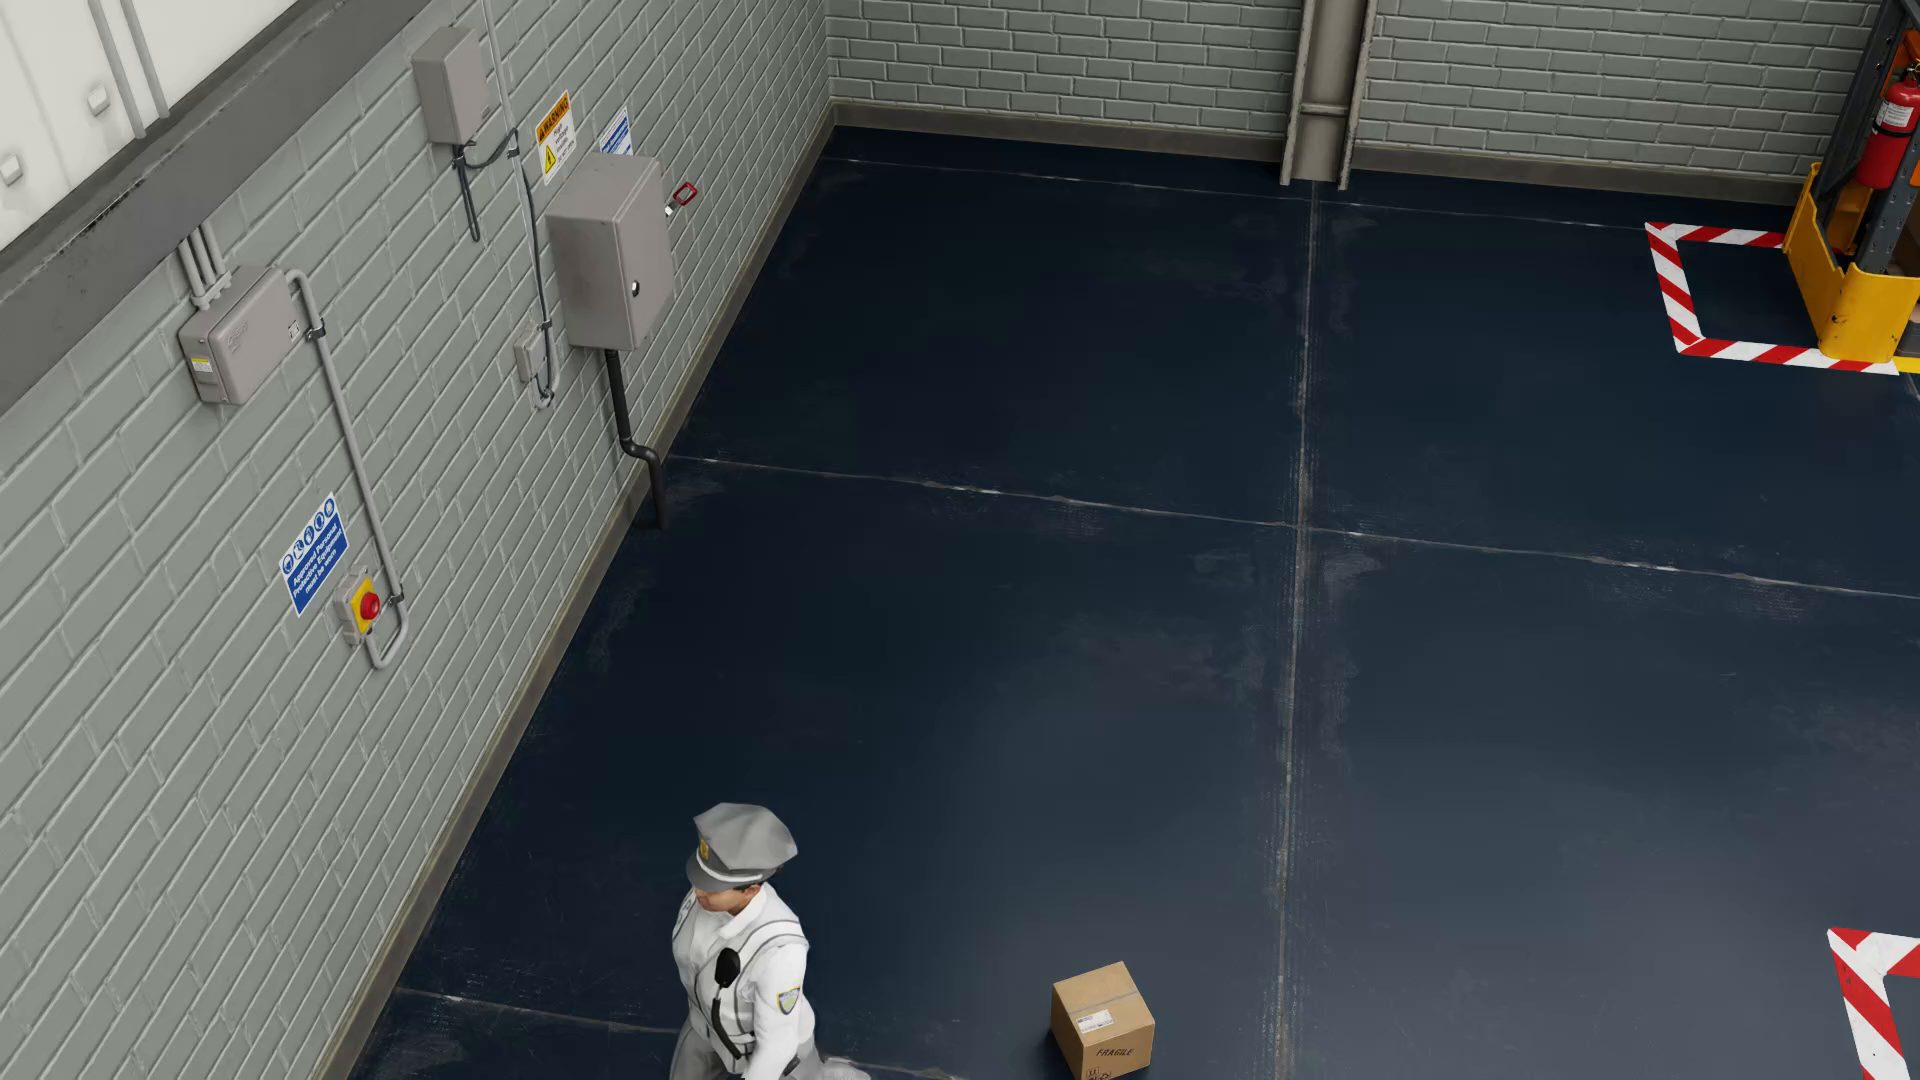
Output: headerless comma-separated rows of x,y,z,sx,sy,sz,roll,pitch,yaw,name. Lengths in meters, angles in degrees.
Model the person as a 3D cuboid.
-0.617,1.375,4.556,0.971,1.594,0.502,-29,49,-29,person
